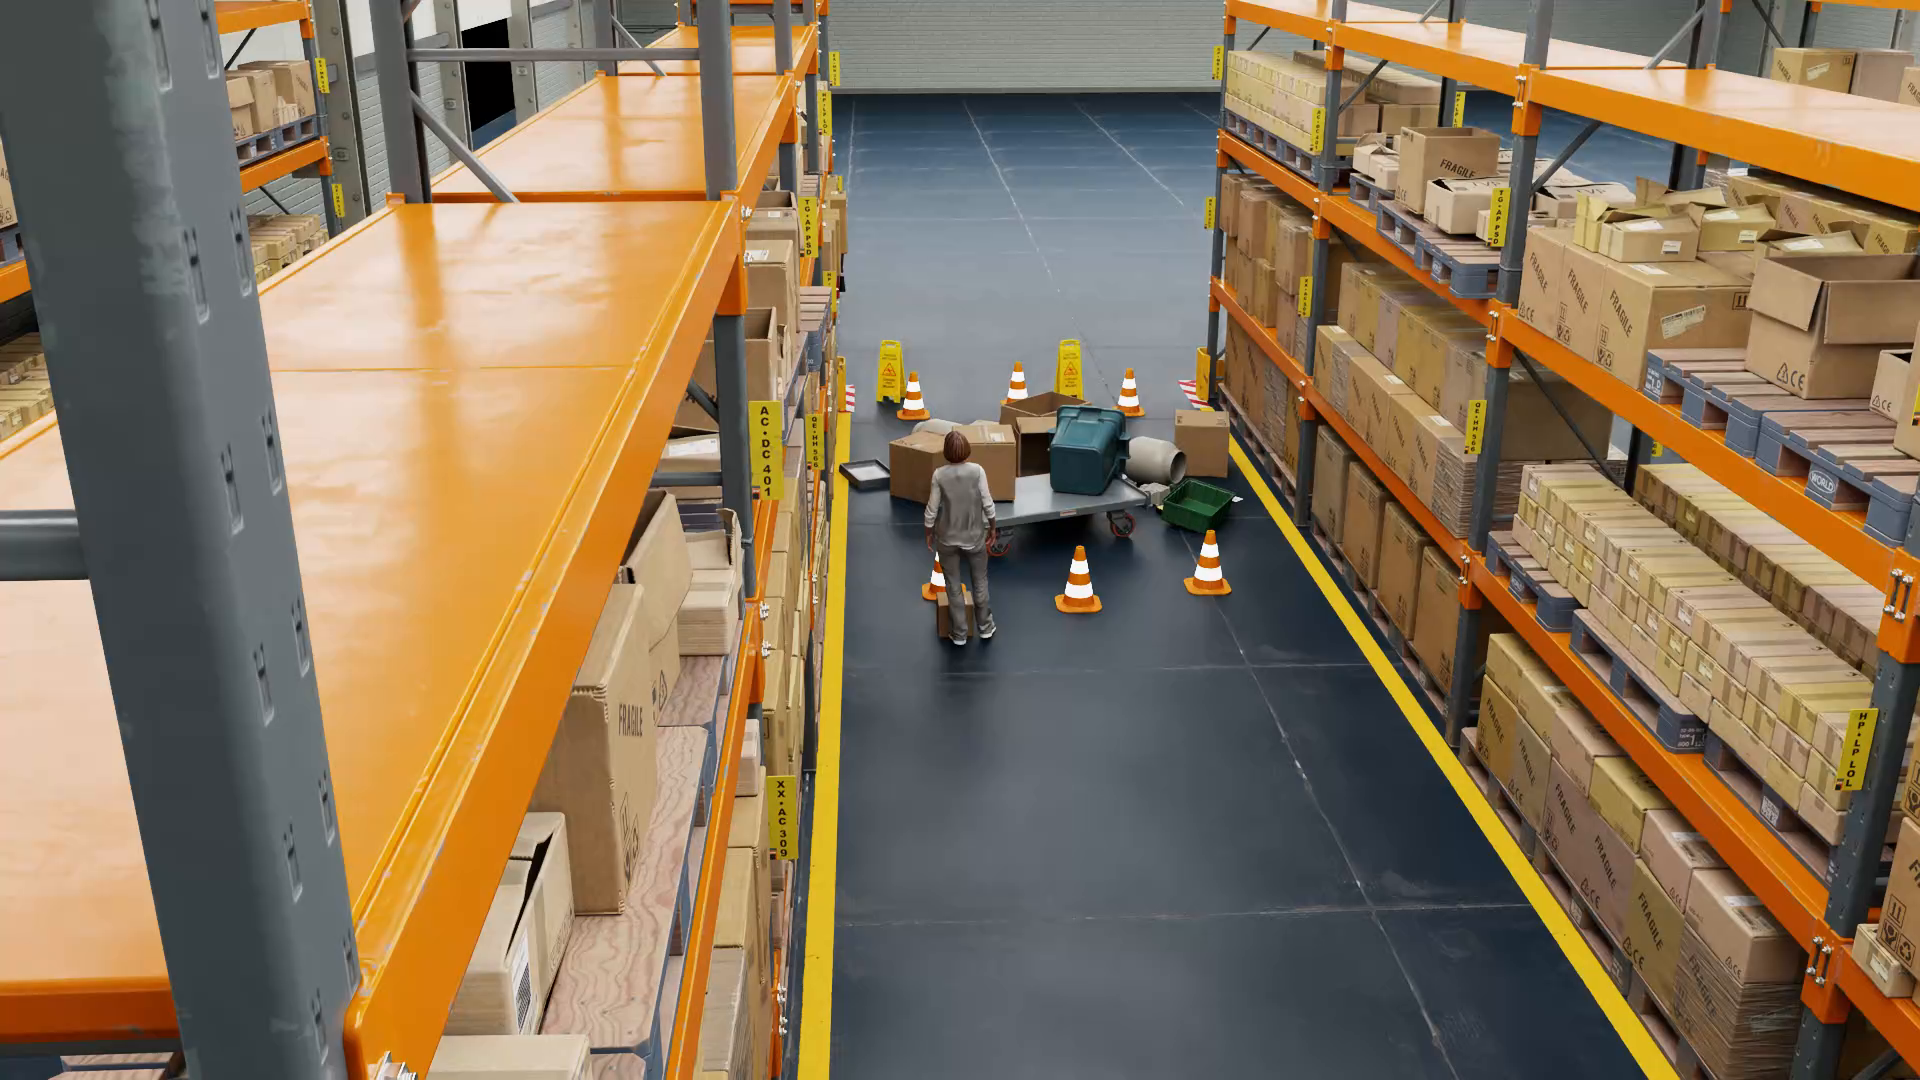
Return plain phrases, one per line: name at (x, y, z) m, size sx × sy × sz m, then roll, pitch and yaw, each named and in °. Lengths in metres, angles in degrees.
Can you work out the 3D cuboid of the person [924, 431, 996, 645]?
person at (0.008, -0.033, 11.656) m, size 0.521 × 1.597 × 0.475 m, roll -1°, pitch 21°, yaw -3°
